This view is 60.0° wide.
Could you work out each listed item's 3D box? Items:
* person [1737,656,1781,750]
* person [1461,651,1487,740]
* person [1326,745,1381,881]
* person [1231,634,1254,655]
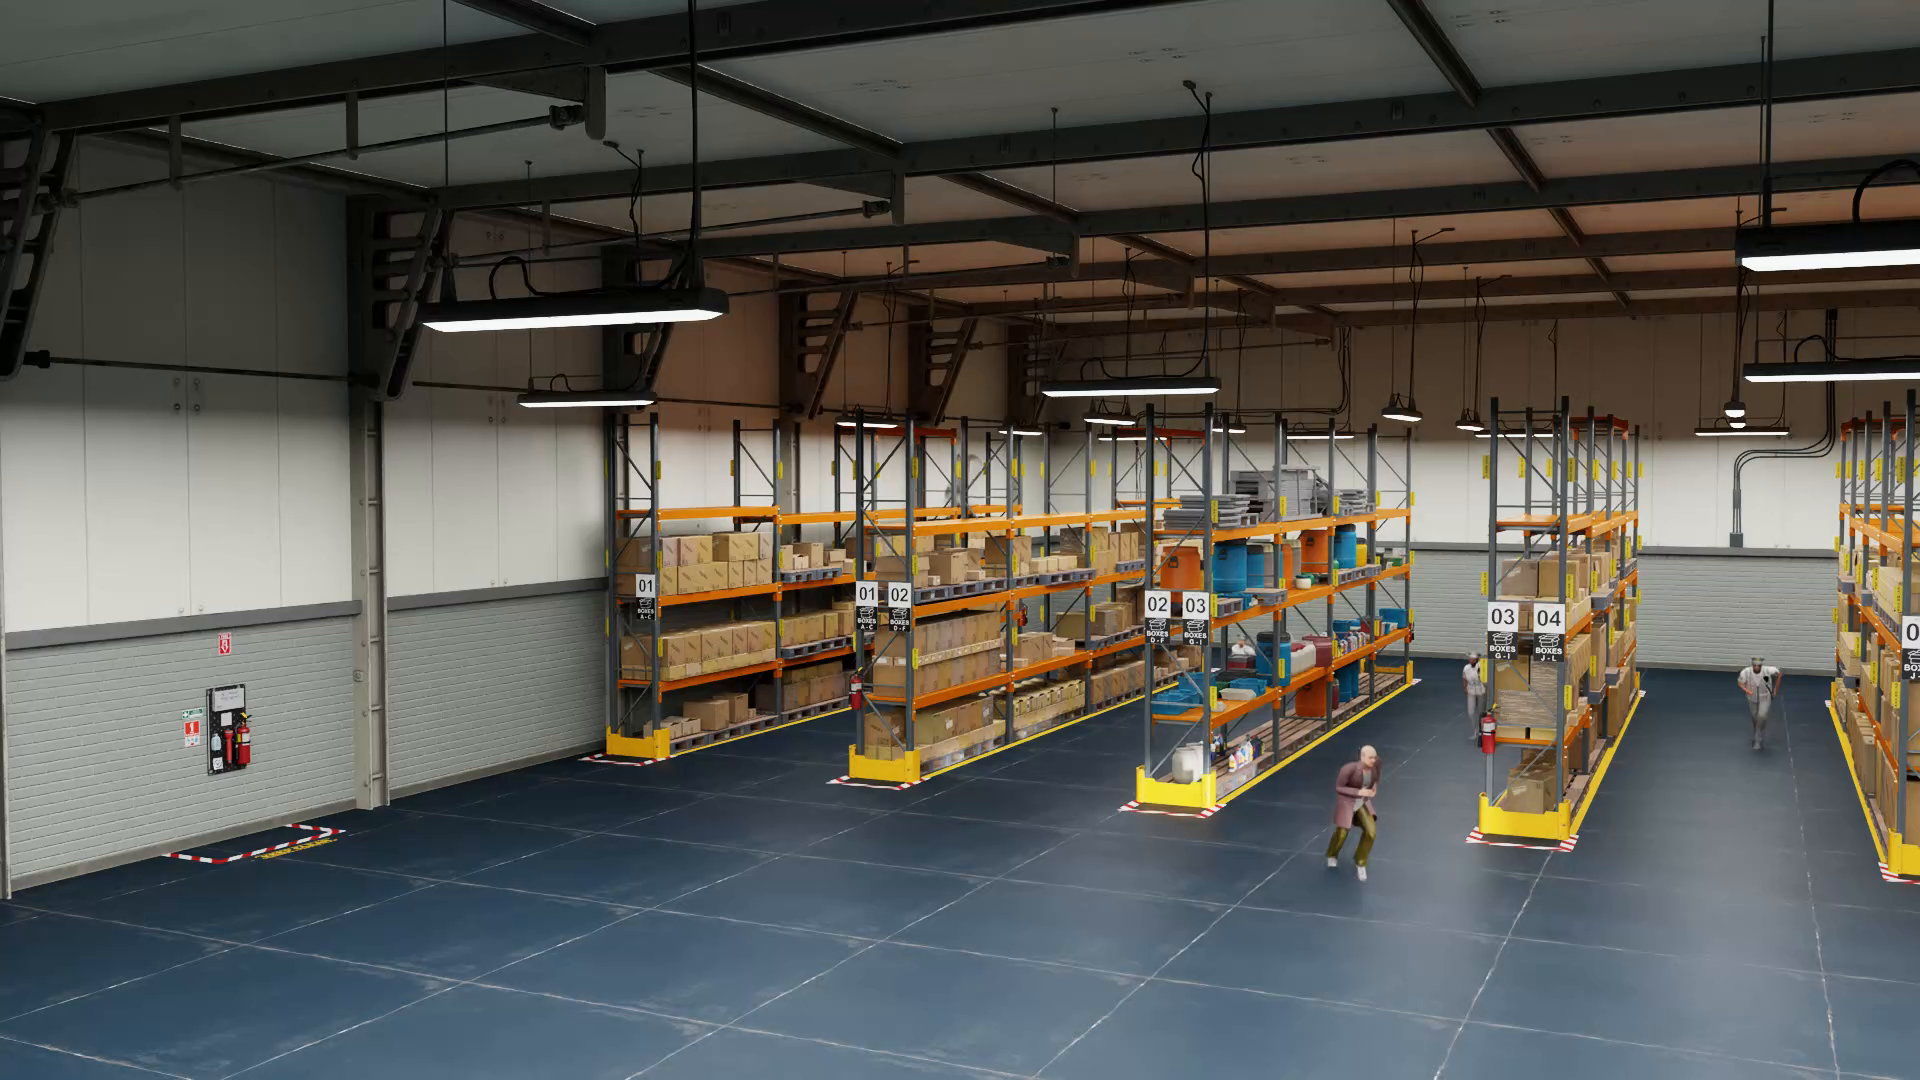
[{"bbox_3d":[14.495,2.933,30.166,0.705,1.723,1.019,1,3,28],"label":"person"},{"bbox_3d":[9.711,2.895,31.194,0.592,1.668,0.735,1,3,31],"label":"person"},{"bbox_3d":[4.851,3.333,20.479,0.749,1.717,1.066,-1,3,-20],"label":"person"},{"bbox_3d":[5.834,2.724,34.404,0.573,1.611,0.690,1,3,22],"label":"person"}]
